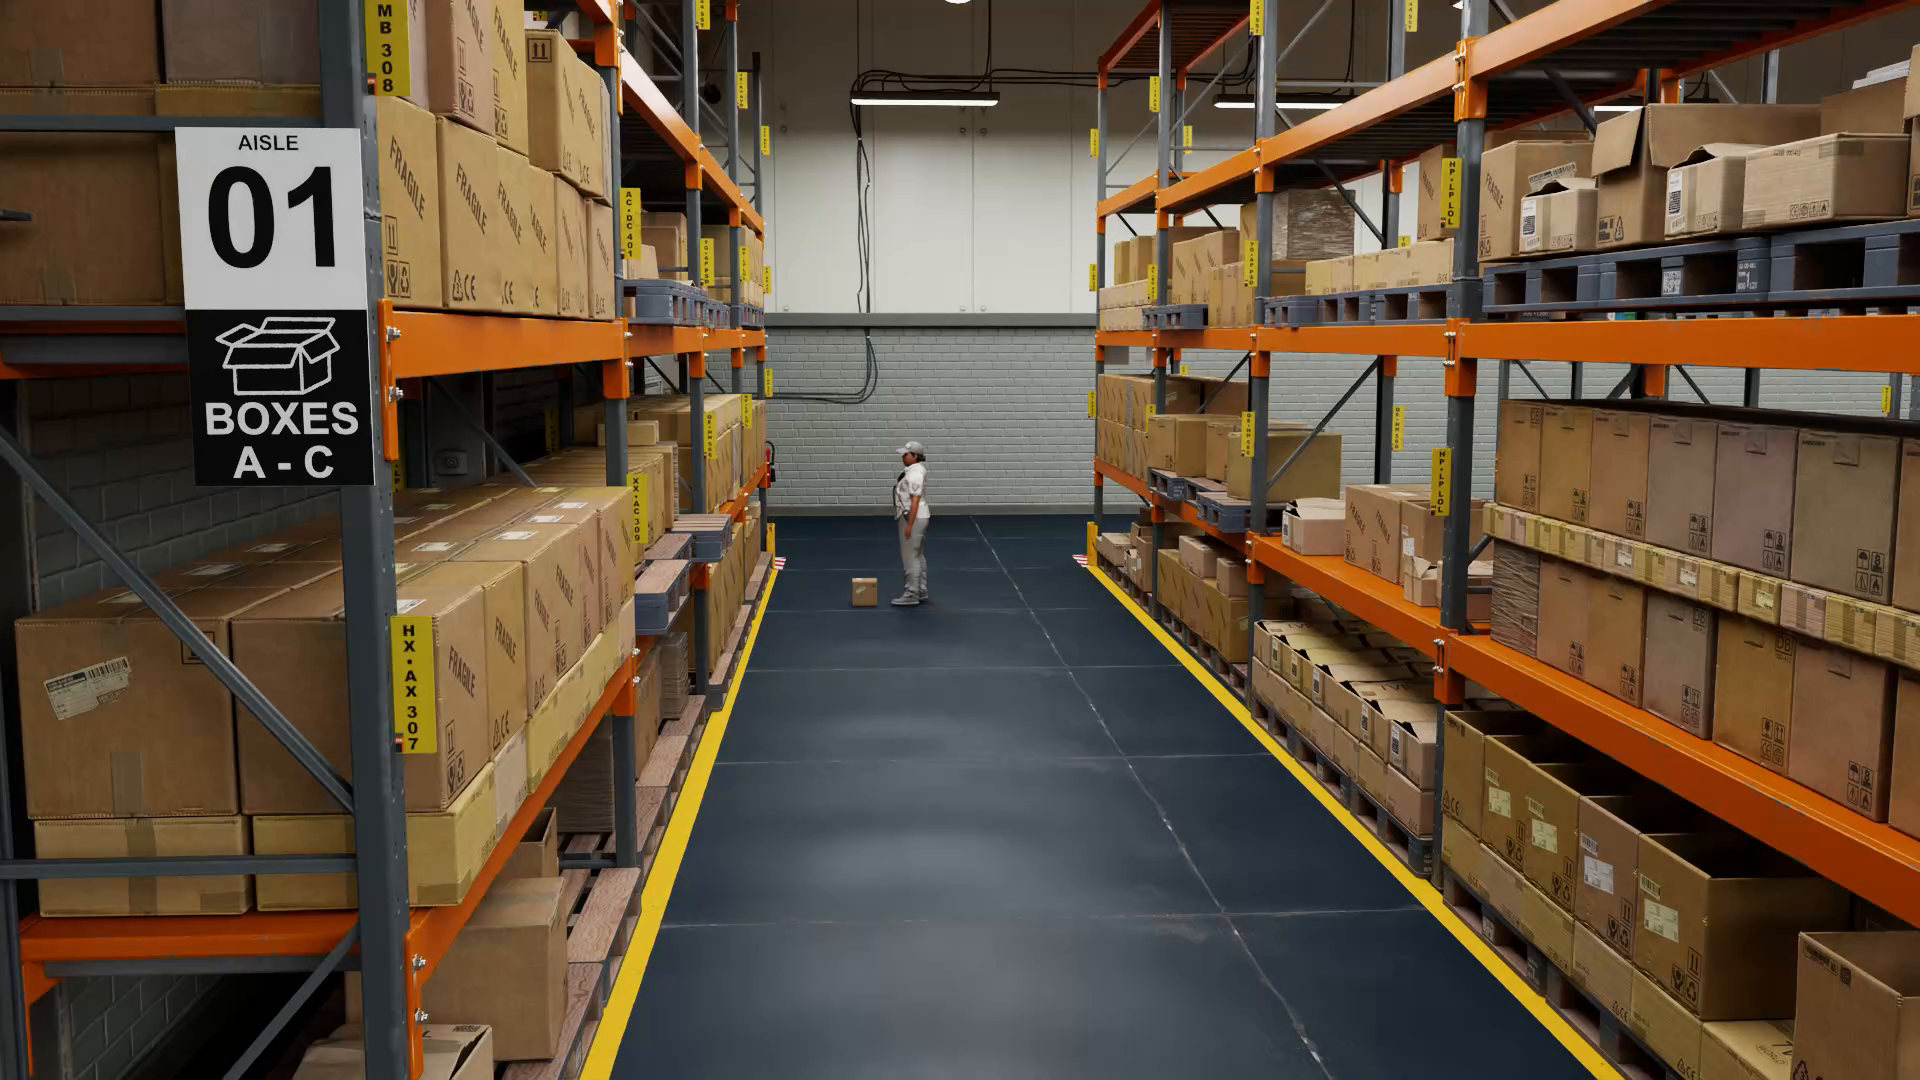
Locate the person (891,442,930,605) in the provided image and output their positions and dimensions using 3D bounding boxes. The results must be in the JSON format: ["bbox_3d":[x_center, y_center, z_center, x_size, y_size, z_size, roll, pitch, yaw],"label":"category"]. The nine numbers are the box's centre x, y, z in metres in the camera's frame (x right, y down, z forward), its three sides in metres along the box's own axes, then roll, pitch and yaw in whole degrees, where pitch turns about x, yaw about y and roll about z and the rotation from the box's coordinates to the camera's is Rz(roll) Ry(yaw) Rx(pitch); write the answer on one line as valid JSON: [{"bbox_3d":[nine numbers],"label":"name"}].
[{"bbox_3d":[-0.507,-0.177,17.094,0.397,1.672,0.482,0,7,2],"label":"person"}]
